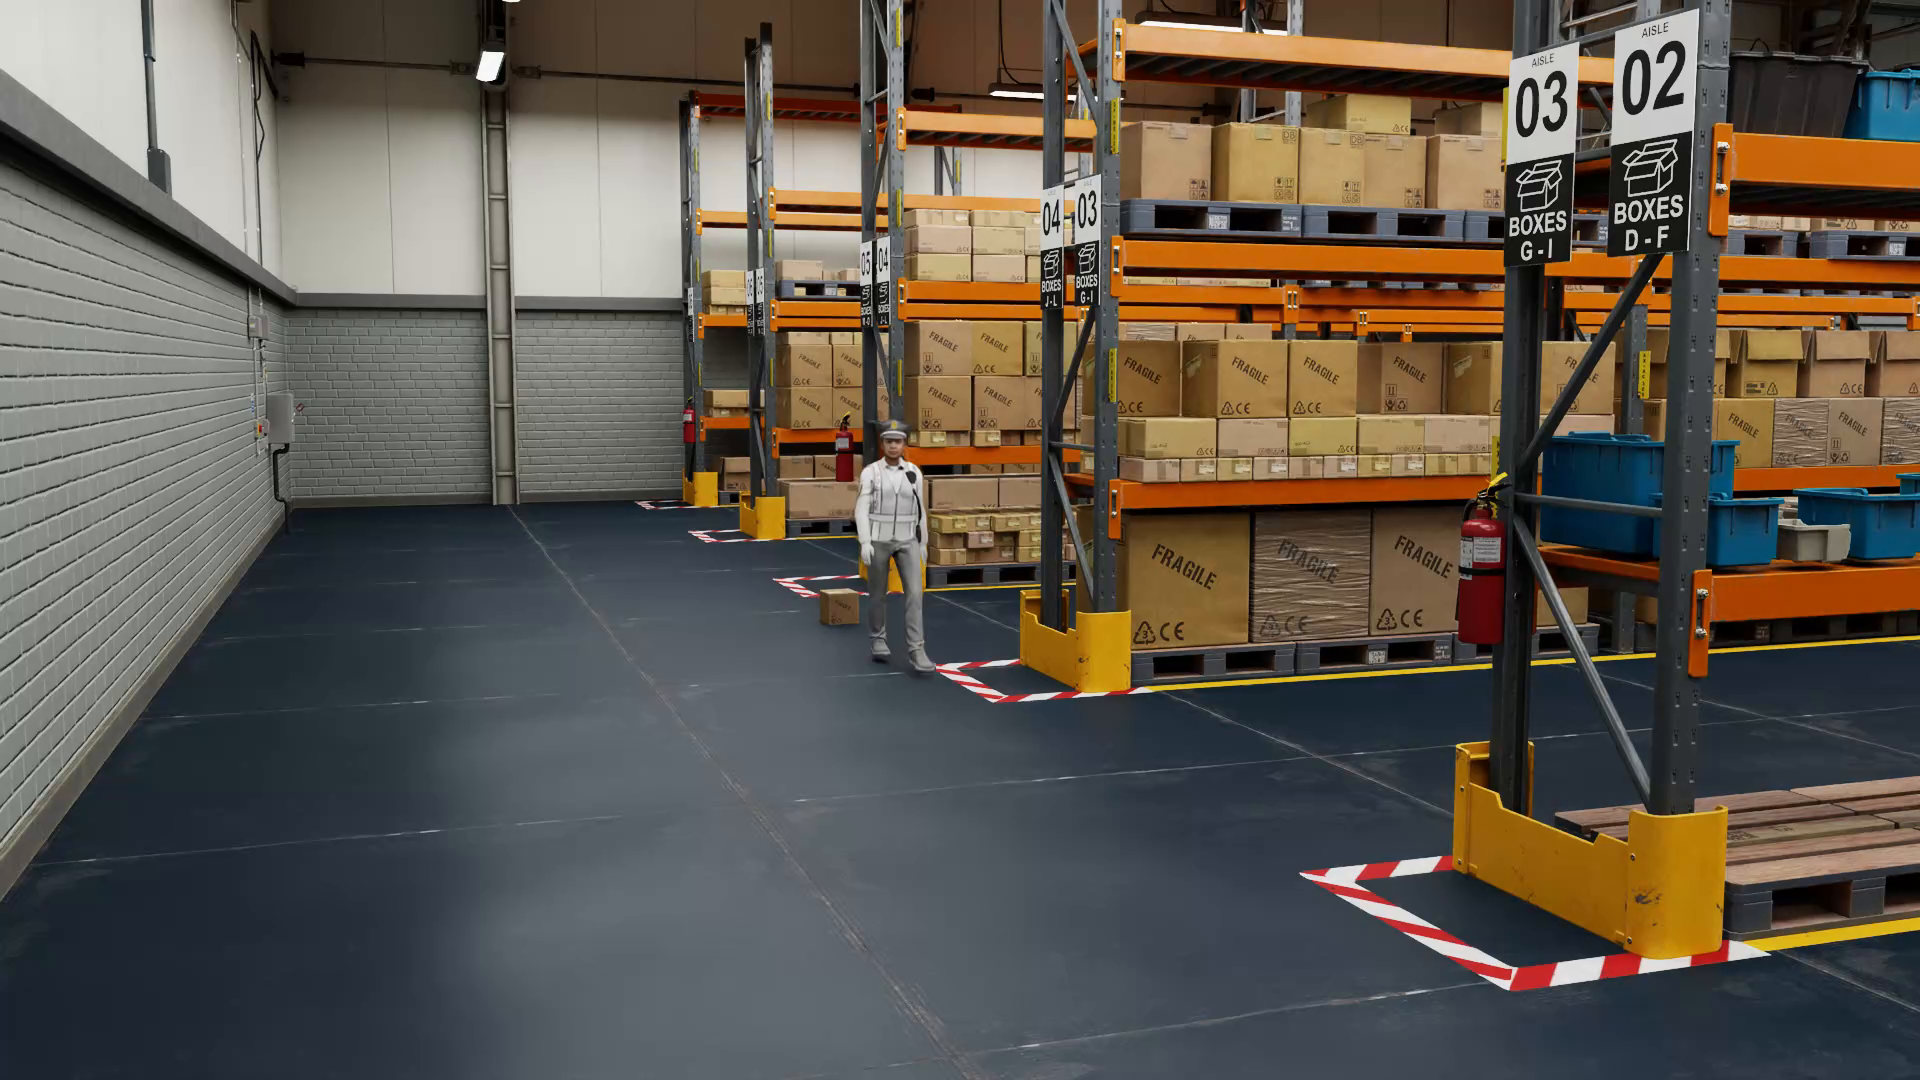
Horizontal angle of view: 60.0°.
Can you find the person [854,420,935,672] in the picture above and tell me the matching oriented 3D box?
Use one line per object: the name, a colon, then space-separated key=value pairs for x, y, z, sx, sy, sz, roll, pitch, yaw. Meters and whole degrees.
person: x=-0.443 y=0.015 z=11.140 sx=0.521 sy=1.636 sz=0.973 roll=-1 pitch=6 yaw=-9
